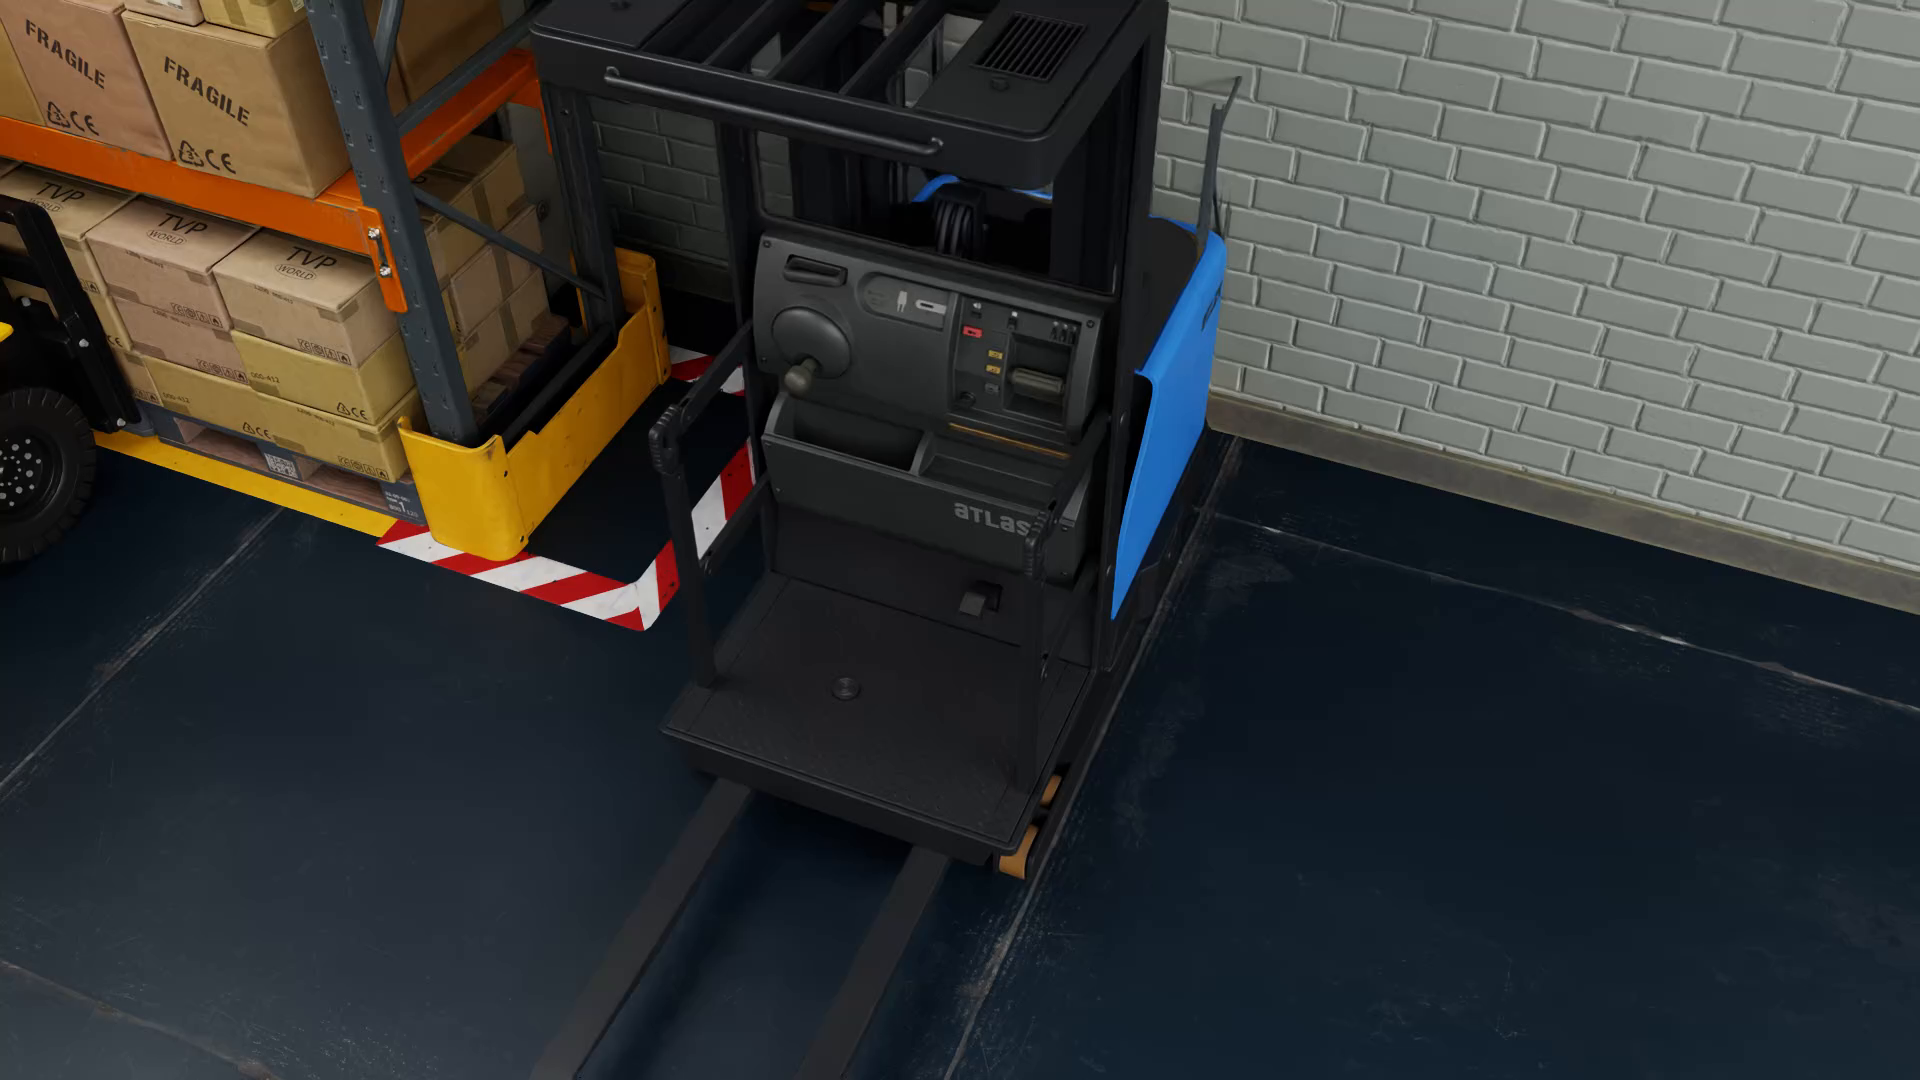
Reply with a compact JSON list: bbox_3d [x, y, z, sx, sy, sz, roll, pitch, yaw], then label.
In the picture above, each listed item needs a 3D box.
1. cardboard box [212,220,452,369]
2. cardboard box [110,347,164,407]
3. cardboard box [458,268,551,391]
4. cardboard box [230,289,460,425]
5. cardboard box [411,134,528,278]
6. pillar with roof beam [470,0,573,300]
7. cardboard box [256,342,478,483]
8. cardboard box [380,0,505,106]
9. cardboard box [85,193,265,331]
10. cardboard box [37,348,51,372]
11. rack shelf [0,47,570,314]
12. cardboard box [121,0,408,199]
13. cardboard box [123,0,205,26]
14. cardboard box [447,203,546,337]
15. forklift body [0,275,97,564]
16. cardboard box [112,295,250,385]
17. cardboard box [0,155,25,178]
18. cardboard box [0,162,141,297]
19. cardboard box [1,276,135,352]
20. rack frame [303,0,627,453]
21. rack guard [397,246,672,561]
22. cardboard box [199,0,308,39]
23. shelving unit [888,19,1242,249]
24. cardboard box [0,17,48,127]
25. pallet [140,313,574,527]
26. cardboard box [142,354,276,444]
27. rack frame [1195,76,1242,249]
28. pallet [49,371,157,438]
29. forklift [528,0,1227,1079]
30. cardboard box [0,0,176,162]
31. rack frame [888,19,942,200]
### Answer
[{"bbox_3d":[-2.040,-0.860,5.431,0.500,0.250,0.500,18,48,17],"label":"cardboard box"},{"bbox_3d":[-2.963,-0.789,6.068,0.500,0.250,0.500,17,47,16],"label":"cardboard box"},{"bbox_3d":[-1.873,-0.844,6.124,0.500,0.250,0.500,17,47,16],"label":"cardboard box"},{"bbox_3d":[-2.064,-0.690,5.614,0.500,0.250,0.500,16,47,15],"label":"cardboard box"},{"bbox_3d":[-1.865,-1.192,5.764,0.500,0.250,0.500,16,47,15],"label":"cardboard box"},{"bbox_3d":[-3.448,-1.510,0.887,0.400,9.000,9.100,16,47,16],"label":"pillar with roof beam"},{"bbox_3d":[-2.050,-0.506,5.783,0.500,0.250,0.500,17,47,16],"label":"cardboard box"},{"bbox_3d":[-1.845,-1.760,5.322,0.500,0.500,0.500,18,48,17],"label":"cardboard box"},{"bbox_3d":[-2.513,-0.995,5.566,0.500,0.250,0.500,17,47,17],"label":"cardboard box"},{"bbox_3d":[-3.451,-0.915,6.195,0.500,0.250,0.500,18,48,17],"label":"cardboard box"},{"bbox_3d":[-3.340,-1.698,5.840,4.000,0.370,1.077,16,47,16],"label":"rack shelf"},{"bbox_3d":[-2.050,-1.408,4.967,0.500,0.500,0.500,15,47,15],"label":"cardboard box"},{"bbox_3d":[-2.170,-1.637,4.738,0.250,0.149,0.380,17,47,16],"label":"cardboard box"},{"bbox_3d":[-1.849,-1.024,5.950,0.500,0.250,0.500,17,47,17],"label":"cardboard box"},{"bbox_3d":[-3.947,-0.436,4.663,1.214,2.155,2.313,16,47,16],"label":"forklift body"},{"bbox_3d":[-2.523,-0.833,5.758,0.500,0.250,0.500,16,47,15],"label":"cardboard box"},{"bbox_3d":[-3.447,-1.268,5.841,0.500,0.250,0.500,16,47,15],"label":"cardboard box"},{"bbox_3d":[-2.983,-1.126,5.697,0.500,0.250,0.500,17,47,16],"label":"cardboard box"},{"bbox_3d":[-3.007,-0.959,5.885,0.500,0.250,0.500,15,47,15],"label":"cardboard box"},{"bbox_3d":[-1.495,-1.410,5.040,0.127,3.000,1.000,16,47,16],"label":"rack frame"},{"bbox_3d":[-1.472,-0.517,5.915,0.348,0.500,1.175,16,47,16],"label":"rack guard"},{"bbox_3d":[-1.922,-1.587,4.687,0.250,0.149,0.380,17,47,16],"label":"cardboard box"},{"bbox_3d":[0.321,-0.960,5.624,1.083,1.500,0.587,13,43,13],"label":"shelving unit"},{"bbox_3d":[-2.998,-1.694,5.255,0.500,0.500,0.500,16,47,15],"label":"cardboard box"},{"bbox_3d":[-2.217,-0.602,6.205,1.213,0.211,1.003,16,47,16],"label":"pallet"},{"bbox_3d":[-2.505,-0.647,5.925,0.500,0.250,0.500,16,47,16],"label":"cardboard box"},{"bbox_3d":[0.813,-0.850,5.511,0.032,1.500,0.500,13,43,13],"label":"rack frame"},{"bbox_3d":[-3.339,-0.934,6.539,1.213,0.211,1.003,16,47,16],"label":"pallet"},{"bbox_3d":[-0.178,-0.415,4.089,1.130,2.935,3.031,16,47,16],"label":"forklift"},{"bbox_3d":[-2.525,-1.555,5.115,0.500,0.500,0.500,18,48,17],"label":"cardboard box"},{"bbox_3d":[-0.155,-1.065,5.734,0.032,1.500,0.500,13,43,13],"label":"rack frame"}]
